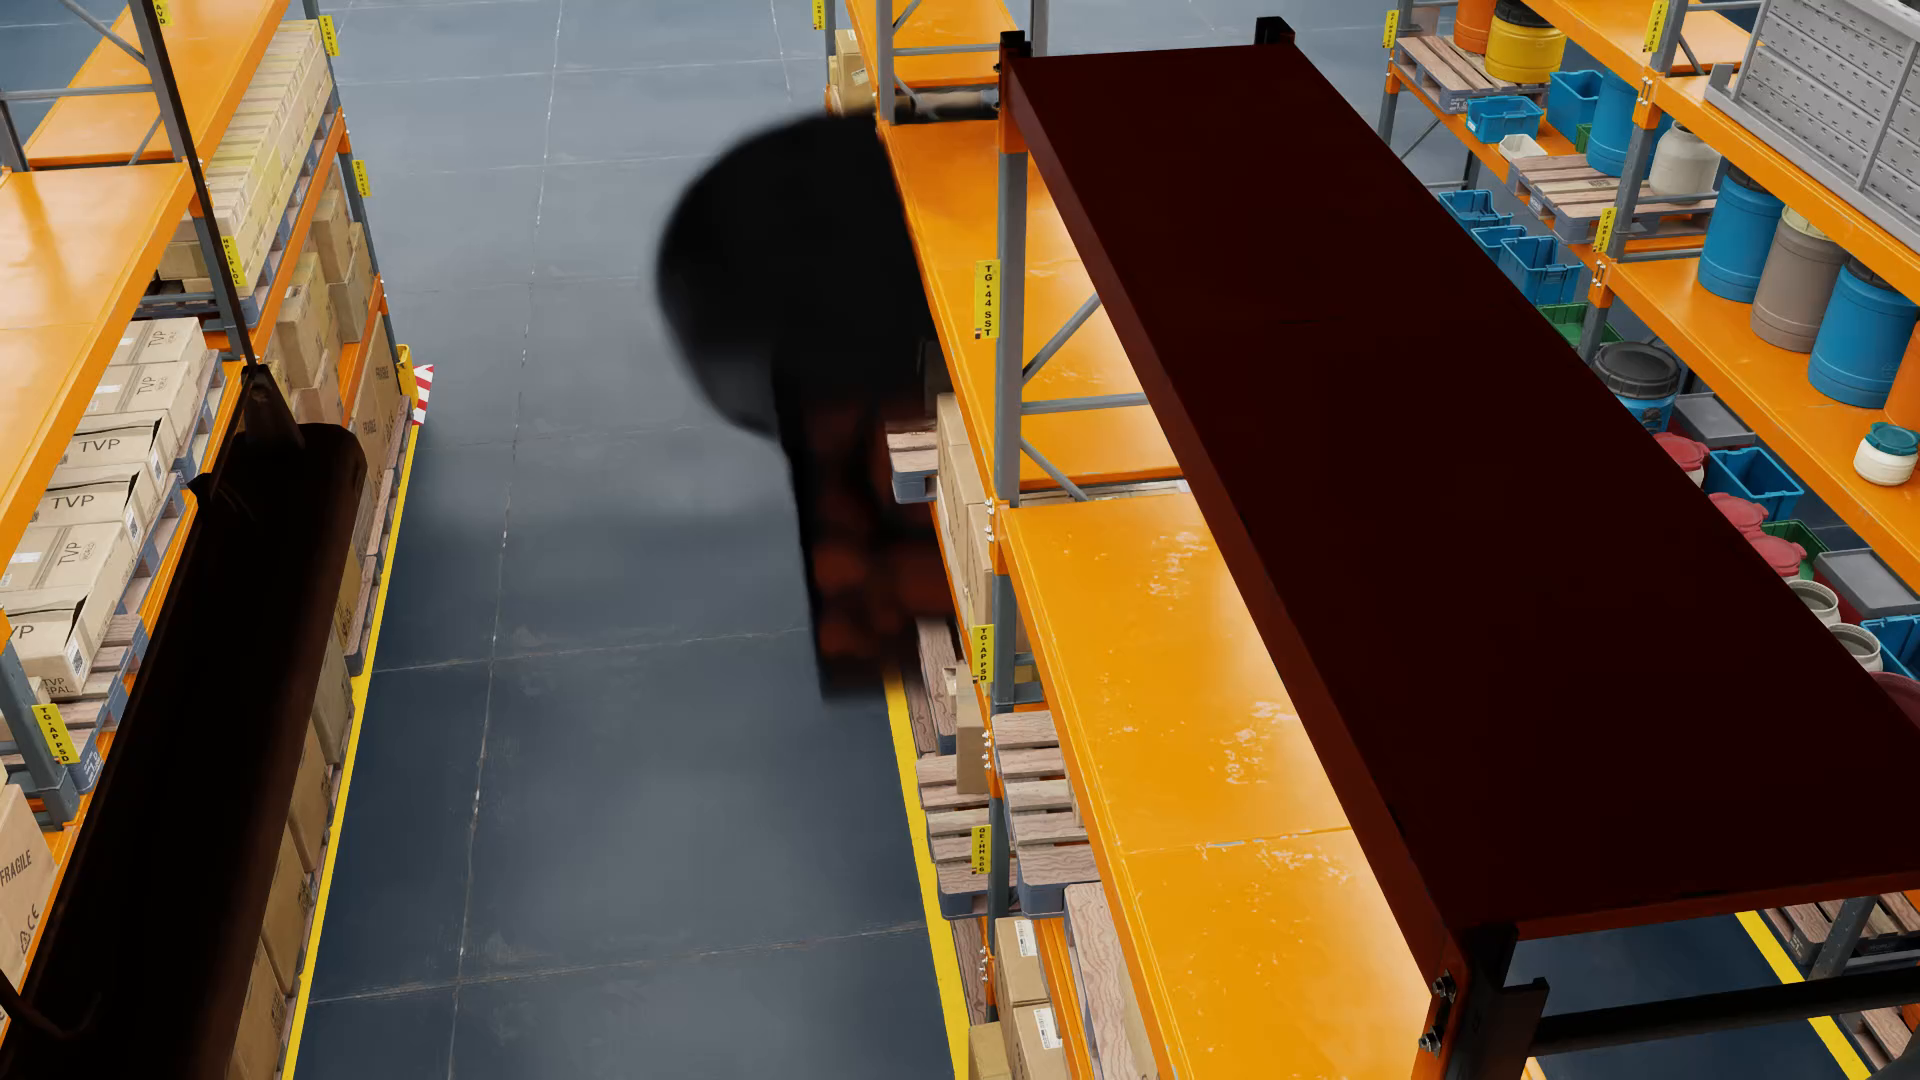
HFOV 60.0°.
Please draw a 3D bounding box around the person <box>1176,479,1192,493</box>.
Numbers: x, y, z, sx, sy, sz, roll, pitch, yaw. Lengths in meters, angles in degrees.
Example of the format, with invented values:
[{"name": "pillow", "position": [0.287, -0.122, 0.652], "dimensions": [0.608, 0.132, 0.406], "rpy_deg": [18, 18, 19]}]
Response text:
[{"name": "person", "position": [1.538, 0.057, 11.697], "dimensions": [0.630, 1.651, 0.584], "rpy_deg": [-13, 38, -17]}]
